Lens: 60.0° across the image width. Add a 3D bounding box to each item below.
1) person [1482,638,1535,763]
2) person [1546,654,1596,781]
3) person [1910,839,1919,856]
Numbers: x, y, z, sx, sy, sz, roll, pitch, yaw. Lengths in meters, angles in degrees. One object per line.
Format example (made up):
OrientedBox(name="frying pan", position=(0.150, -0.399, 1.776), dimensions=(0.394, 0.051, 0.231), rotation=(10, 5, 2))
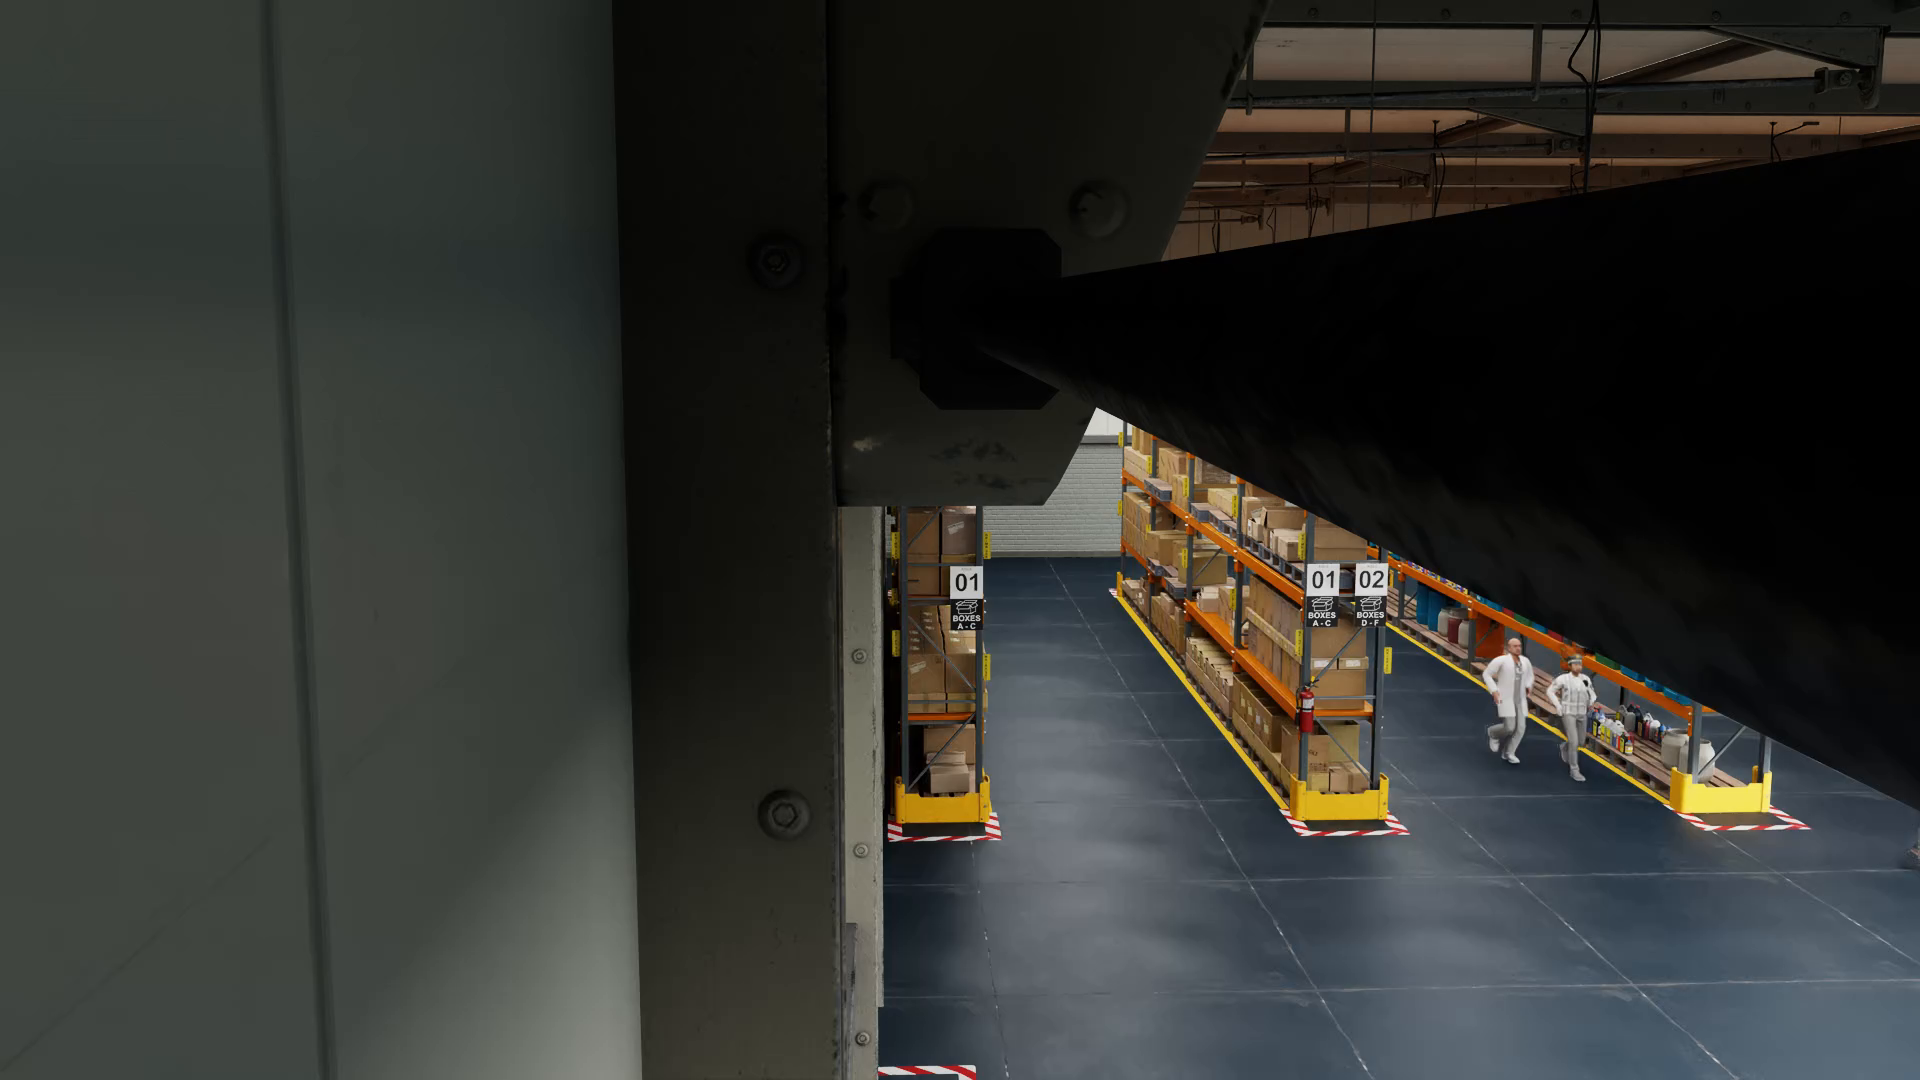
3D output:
OrientedBox(name="person", position=(7.679, 2.223, 23.190), dimensions=(0.729, 1.731, 0.671), rotation=(-2, 8, -14))
OrientedBox(name="person", position=(8.283, 2.350, 22.493), dimensions=(0.626, 1.668, 0.848), rotation=(-1, 8, -6))
OrientedBox(name="person", position=(11.116, 2.912, 18.550), dimensions=(0.806, 1.707, 0.551), rotation=(4, 9, 28))
